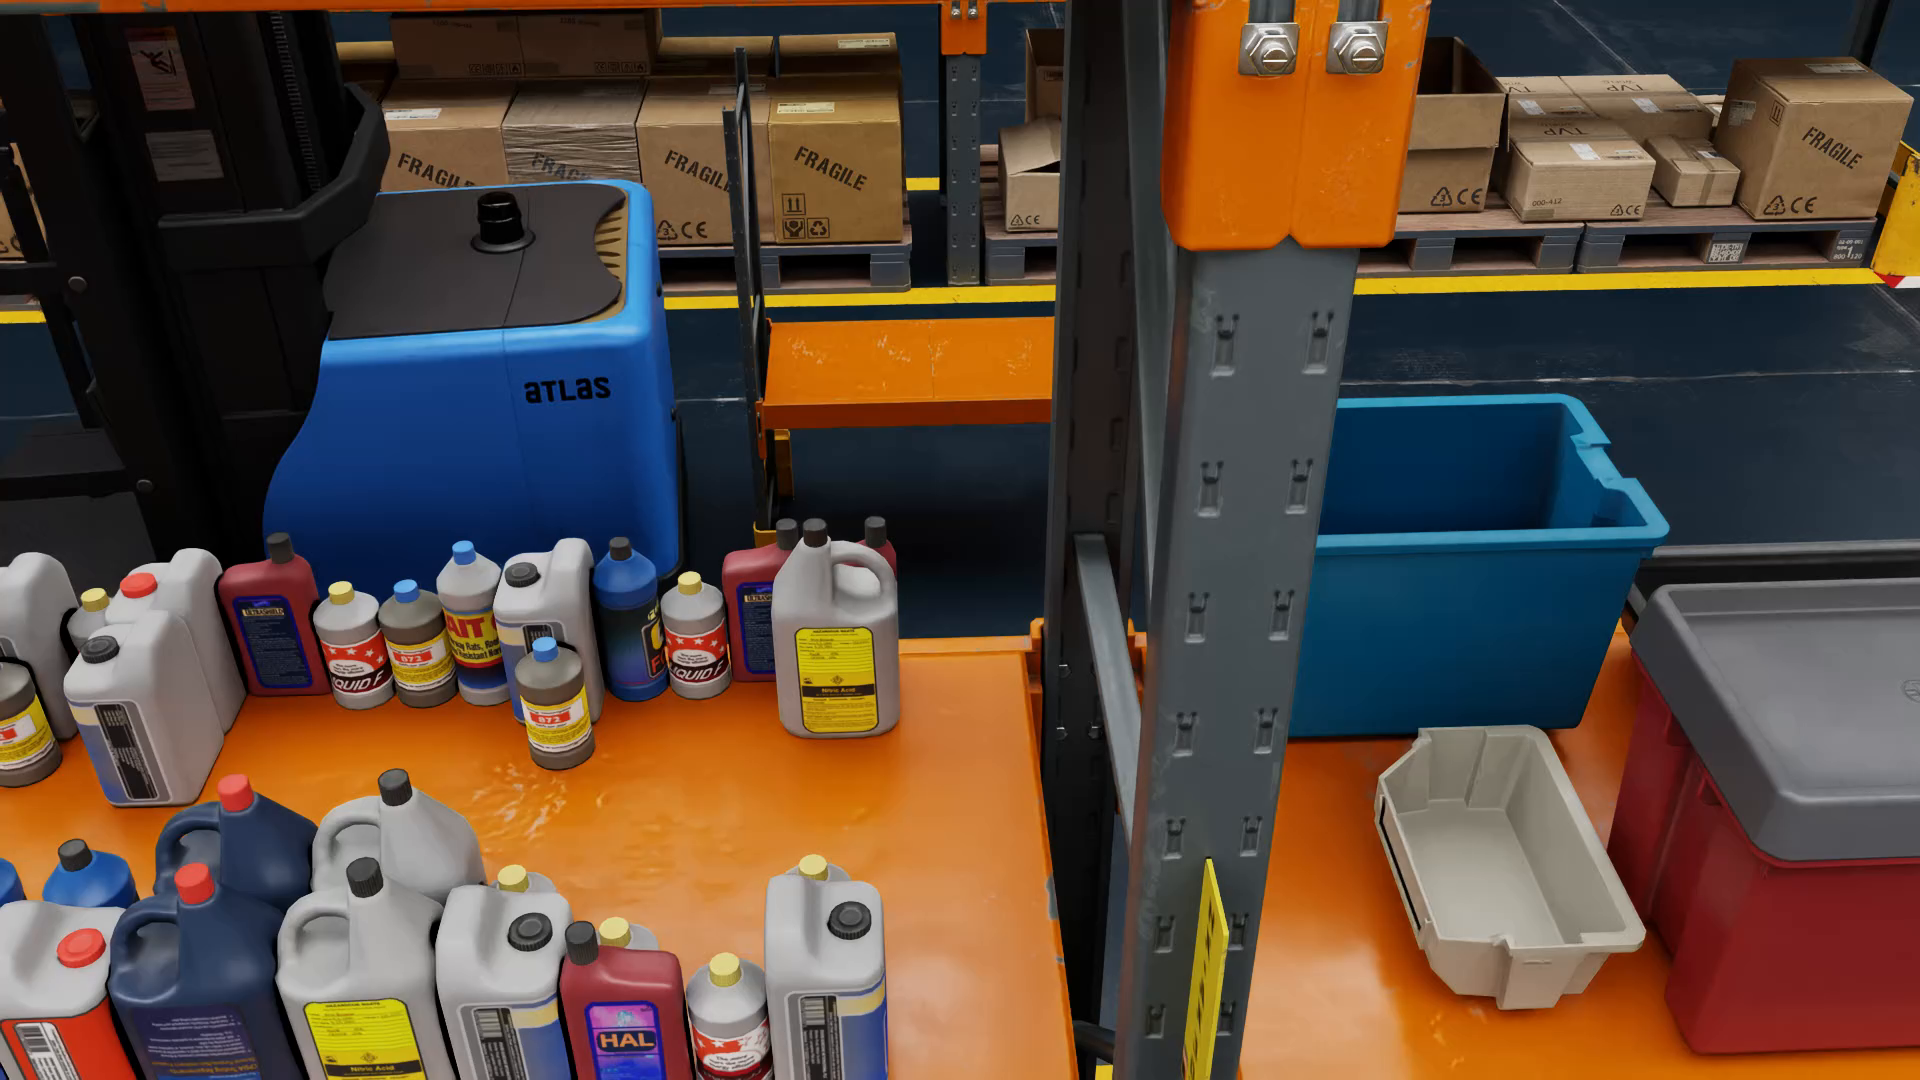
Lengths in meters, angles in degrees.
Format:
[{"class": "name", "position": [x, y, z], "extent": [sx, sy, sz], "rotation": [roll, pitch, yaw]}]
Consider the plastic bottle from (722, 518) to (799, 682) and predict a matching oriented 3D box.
[{"class": "plastic bottle", "position": [-0.297, 0.094, 2.581], "extent": [0.133, 0.283, 0.061], "rotation": [-2, 35, -2]}]

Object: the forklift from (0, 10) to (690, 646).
[{"class": "forklift", "position": [-2.331, -1.006, 4.128], "extent": [3.031, 2.935, 1.130], "rotation": [-5, 35, -7]}]

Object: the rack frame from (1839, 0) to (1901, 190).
[{"class": "rack frame", "position": [3.987, -2.649, 6.442], "extent": [0.127, 3.000, 1.000], "rotation": [-2, 35, -2]}]

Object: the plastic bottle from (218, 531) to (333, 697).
[{"class": "plastic bottle", "position": [-1.051, 0.114, 2.552], "extent": [0.133, 0.283, 0.061], "rotation": [-2, 35, -2]}]

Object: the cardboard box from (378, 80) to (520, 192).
[{"class": "cardboard box", "position": [-1.991, -1.481, 6.564], "extent": [0.500, 0.500, 0.500], "rotation": [-3, 35, -4]}]

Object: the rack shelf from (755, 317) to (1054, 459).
[{"class": "rack shelf", "position": [-0.085, -0.467, 4.922], "extent": [1.000, 0.185, 0.538], "rotation": [-2, 35, -2]}]

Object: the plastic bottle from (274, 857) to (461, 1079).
[{"class": "plastic bottle", "position": [-0.680, 0.506, 1.927], "extent": [0.185, 0.351, 0.144], "rotation": [-2, 35, -2]}]

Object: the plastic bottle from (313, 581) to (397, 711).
[{"class": "plastic bottle", "position": [-0.935, 0.155, 2.565], "extent": [0.097, 0.201, 0.097], "rotation": [0, 35, 0]}]

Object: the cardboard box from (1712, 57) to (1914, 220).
[{"class": "cardboard box", "position": [3.456, -1.647, 6.804], "extent": [0.500, 0.500, 0.500], "rotation": [-2, 35, -2]}]

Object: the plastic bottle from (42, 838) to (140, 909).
[{"class": "plastic bottle", "position": [-1.049, 0.475, 2.041], "extent": [0.097, 0.271, 0.097], "rotation": [0, 35, 0]}]

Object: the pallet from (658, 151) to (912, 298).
[{"class": "pallet", "position": [-0.819, -1.351, 7.017], "extent": [1.213, 0.211, 1.003], "rotation": [-2, 35, -2]}]

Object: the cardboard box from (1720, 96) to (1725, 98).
[{"class": "cardboard box", "position": [3.553, -1.842, 7.394], "extent": [0.250, 0.149, 0.380], "rotation": [-2, 35, -2]}]

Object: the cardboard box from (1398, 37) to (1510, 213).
[{"class": "cardboard box", "position": [1.868, -1.749, 6.949], "extent": [0.637, 0.503, 0.797], "rotation": [-2, 35, -2]}]

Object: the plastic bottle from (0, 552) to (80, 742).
[{"class": "plastic bottle", "position": [-1.415, 0.153, 2.502], "extent": [0.135, 0.276, 0.152], "rotation": [-2, 35, -2]}]

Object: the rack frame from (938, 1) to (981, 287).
[{"class": "rack frame", "position": [-0.008, -2.541, 6.286], "extent": [0.127, 3.000, 1.000], "rotation": [-2, 35, -2]}]

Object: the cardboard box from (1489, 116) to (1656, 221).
[{"class": "cardboard box", "position": [2.505, -1.536, 6.863], "extent": [0.500, 0.250, 0.500], "rotation": [-2, 35, -2]}]

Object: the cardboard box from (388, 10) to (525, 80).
[{"class": "cardboard box", "position": [-2.003, -2.087, 6.781], "extent": [0.500, 0.250, 0.500], "rotation": [-2, 35, -3]}]

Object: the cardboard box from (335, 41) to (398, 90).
[{"class": "cardboard box", "position": [-2.564, -1.759, 6.965], "extent": [0.500, 0.500, 0.500], "rotation": [-3, 35, -4]}]

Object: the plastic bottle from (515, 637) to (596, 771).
[{"class": "plastic bottle", "position": [-0.599, 0.232, 2.453], "extent": [0.097, 0.201, 0.097], "rotation": [0, 35, 0]}]

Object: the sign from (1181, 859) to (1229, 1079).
[{"class": "sign", "position": [0.247, 0.474, 1.687], "extent": [0.005, 0.325, 0.100], "rotation": [-2, 35, -2]}]

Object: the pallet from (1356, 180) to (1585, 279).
[{"class": "pallet", "position": [1.899, -1.447, 7.155], "extent": [1.213, 0.211, 1.003], "rotation": [-2, 35, -2]}]

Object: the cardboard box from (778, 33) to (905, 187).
[{"class": "cardboard box", "position": [-0.503, -1.820, 7.053], "extent": [0.500, 0.500, 0.500], "rotation": [-3, 35, -4]}]

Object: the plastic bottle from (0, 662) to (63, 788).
[{"class": "plastic bottle", "position": [-1.390, 0.254, 2.422], "extent": [0.097, 0.201, 0.097], "rotation": [0, 35, 0]}]

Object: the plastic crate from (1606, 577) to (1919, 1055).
[{"class": "plastic crate", "position": [1.126, 0.342, 2.011], "extent": [0.583, 0.464, 0.402], "rotation": [-2, 35, -2]}]

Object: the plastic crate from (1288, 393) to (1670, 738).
[{"class": "plastic crate", "position": [0.673, 0.050, 2.503], "extent": [0.575, 0.384, 0.392], "rotation": [-2, 35, -2]}]

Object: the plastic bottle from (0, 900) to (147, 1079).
[{"class": "plastic bottle", "position": [-1.025, 0.543, 1.938], "extent": [0.135, 0.276, 0.152], "rotation": [-2, 35, -2]}]

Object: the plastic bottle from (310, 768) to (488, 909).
[{"class": "plastic bottle", "position": [-0.687, 0.424, 2.045], "extent": [0.185, 0.351, 0.144], "rotation": [-2, 35, -2]}]

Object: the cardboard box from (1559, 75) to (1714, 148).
[{"class": "cardboard box", "position": [2.931, -1.832, 7.291], "extent": [0.500, 0.250, 0.500], "rotation": [-2, 35, -2]}]

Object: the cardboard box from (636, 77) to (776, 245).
[{"class": "cardboard box", "position": [-0.982, -1.509, 6.605], "extent": [0.500, 0.500, 0.500], "rotation": [-1, 35, -2]}]

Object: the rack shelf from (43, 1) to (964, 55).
[{"class": "rack shelf", "position": [-2.006, -2.191, 6.413], "extent": [4.000, 0.370, 1.077], "rotation": [-2, 35, -2]}]

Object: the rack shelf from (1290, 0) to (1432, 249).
[{"class": "rack shelf", "position": [2.220, -0.717, 1.646], "extent": [4.000, 0.370, 1.077], "rotation": [-2, 35, -2]}]

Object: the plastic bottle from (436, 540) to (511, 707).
[{"class": "plastic bottle", "position": [-0.741, 0.121, 2.553], "extent": [0.097, 0.271, 0.097], "rotation": [0, 35, 0]}]

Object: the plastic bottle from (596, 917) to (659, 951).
[{"class": "plastic bottle", "position": [-0.407, 0.538, 2.011], "extent": [0.097, 0.201, 0.097], "rotation": [0, 35, 0]}]

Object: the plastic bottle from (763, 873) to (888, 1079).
[{"class": "plastic bottle", "position": [-0.156, 0.520, 1.972], "extent": [0.135, 0.276, 0.152], "rotation": [-2, 35, -2]}]

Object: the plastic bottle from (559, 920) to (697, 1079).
[{"class": "plastic bottle", "position": [-0.385, 0.549, 1.923], "extent": [0.133, 0.283, 0.061], "rotation": [-2, 35, -2]}]

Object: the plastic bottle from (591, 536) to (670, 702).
[{"class": "plastic bottle", "position": [-0.509, 0.115, 2.562], "extent": [0.097, 0.271, 0.097], "rotation": [0, 35, 0]}]

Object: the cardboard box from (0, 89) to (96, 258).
[{"class": "cardboard box", "position": [-3.536, -1.436, 6.499], "extent": [0.500, 0.500, 0.500], "rotation": [0, 35, 0]}]

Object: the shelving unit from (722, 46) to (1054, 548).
[{"class": "shelving unit", "position": [-0.076, -0.615, 4.820], "extent": [1.083, 1.500, 0.587], "rotation": [-2, 35, -2]}]

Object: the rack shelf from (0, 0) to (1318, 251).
[{"class": "rack shelf", "position": [-1.775, -0.609, 1.491], "extent": [4.000, 0.370, 1.077], "rotation": [-2, 35, -2]}]

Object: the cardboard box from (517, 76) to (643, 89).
[{"class": "cardboard box", "position": [-1.535, -1.790, 7.010], "extent": [0.500, 0.500, 0.500], "rotation": [-1, 35, -2]}]
